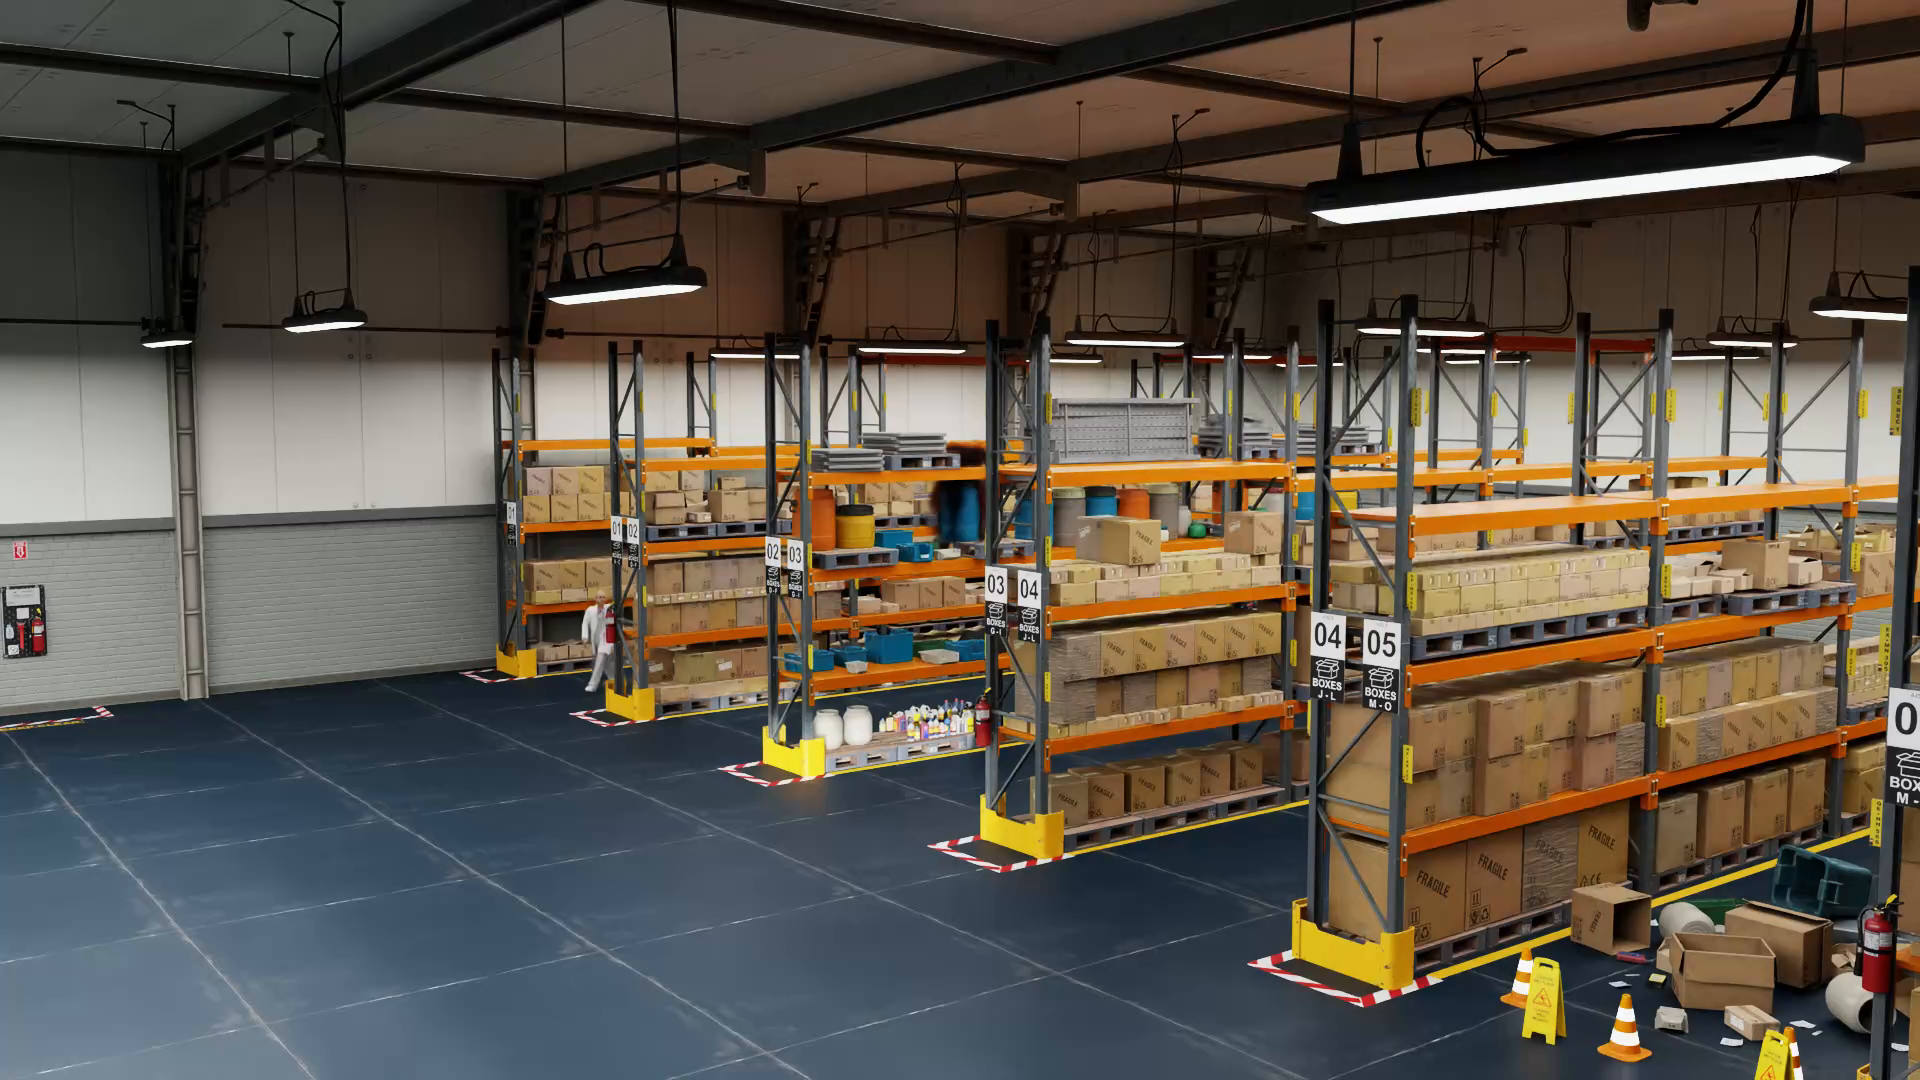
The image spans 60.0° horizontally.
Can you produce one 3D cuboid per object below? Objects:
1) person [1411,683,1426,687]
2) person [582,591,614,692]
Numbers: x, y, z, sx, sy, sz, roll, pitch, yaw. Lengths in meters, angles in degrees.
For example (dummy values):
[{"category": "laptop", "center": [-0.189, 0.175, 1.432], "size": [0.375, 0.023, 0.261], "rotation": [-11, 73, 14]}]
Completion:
[{"category": "person", "center": [5.441, 2.496, 20.462], "size": [0.622, 1.771, 0.608], "rotation": [0, 5, 1]}, {"category": "person", "center": [-6.282, 1.745, 28.951], "size": [0.530, 1.720, 1.158], "rotation": [2, 6, 26]}]
